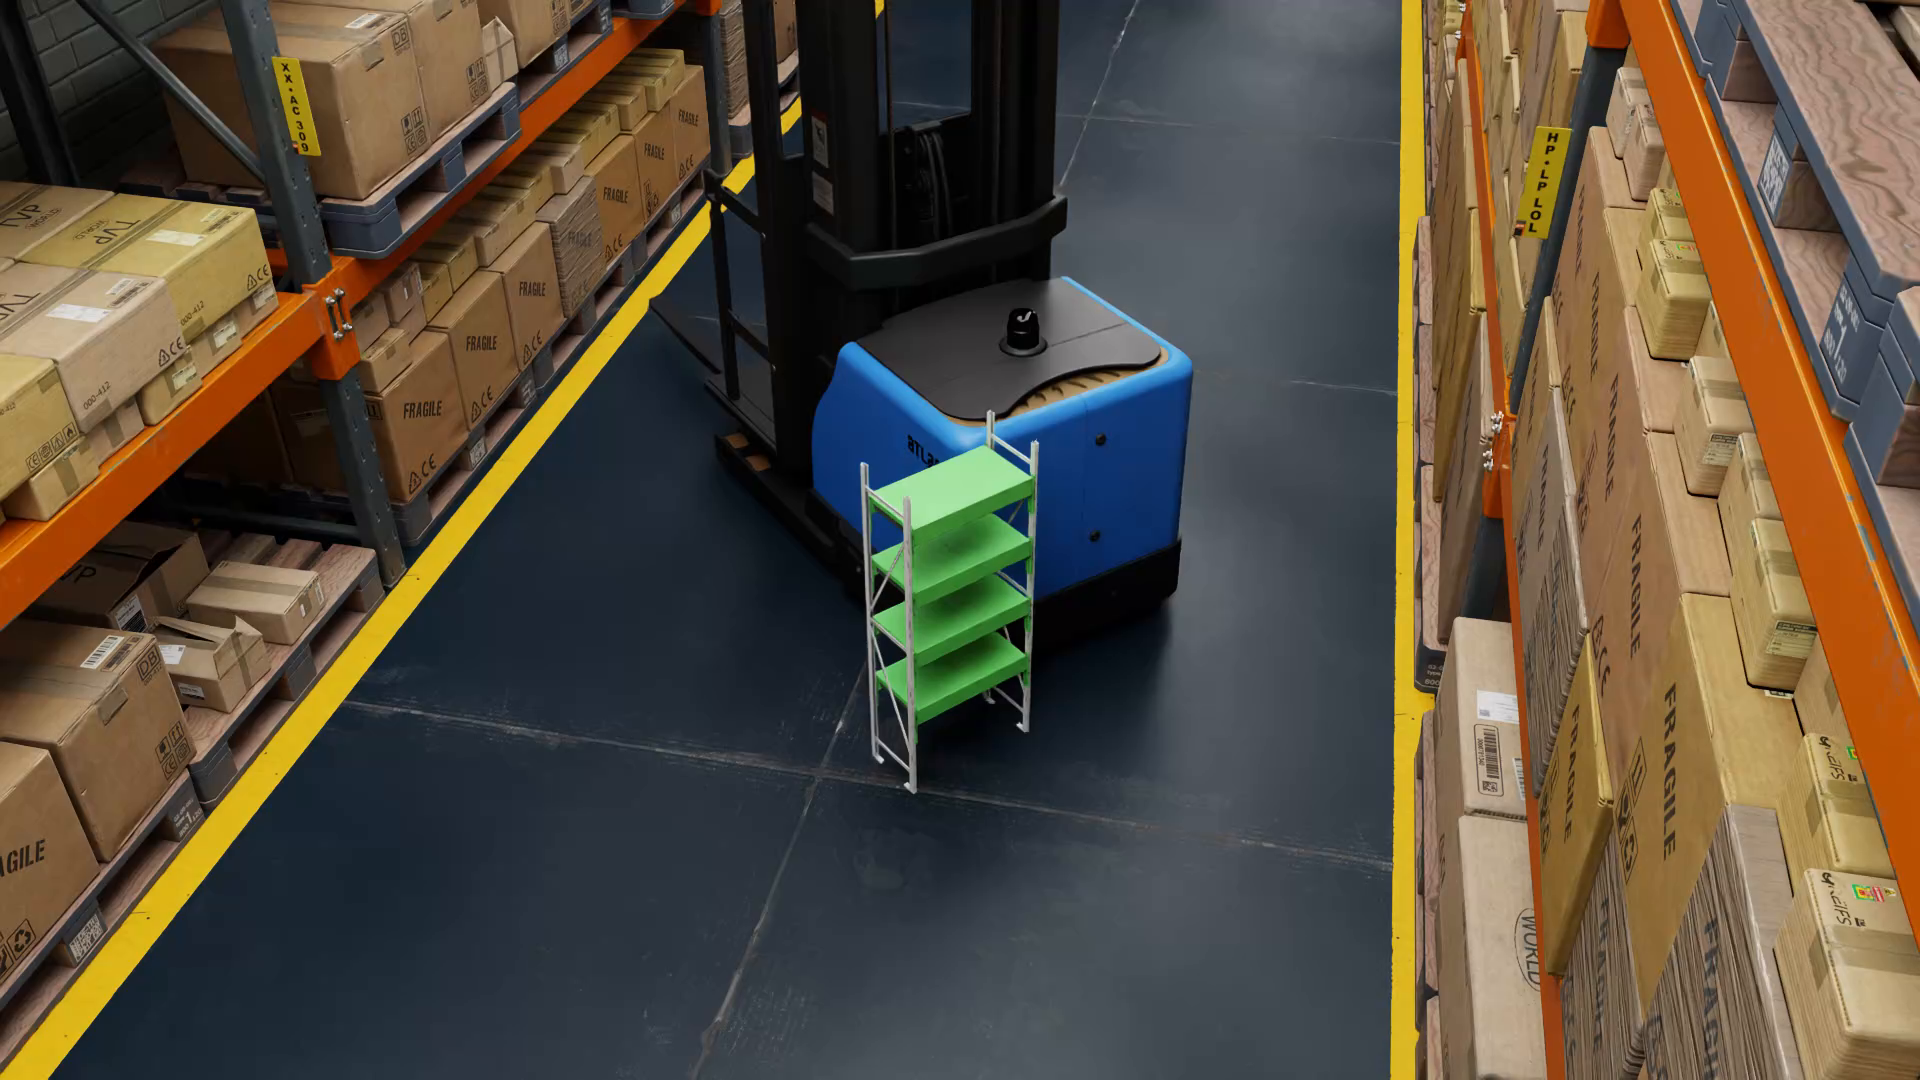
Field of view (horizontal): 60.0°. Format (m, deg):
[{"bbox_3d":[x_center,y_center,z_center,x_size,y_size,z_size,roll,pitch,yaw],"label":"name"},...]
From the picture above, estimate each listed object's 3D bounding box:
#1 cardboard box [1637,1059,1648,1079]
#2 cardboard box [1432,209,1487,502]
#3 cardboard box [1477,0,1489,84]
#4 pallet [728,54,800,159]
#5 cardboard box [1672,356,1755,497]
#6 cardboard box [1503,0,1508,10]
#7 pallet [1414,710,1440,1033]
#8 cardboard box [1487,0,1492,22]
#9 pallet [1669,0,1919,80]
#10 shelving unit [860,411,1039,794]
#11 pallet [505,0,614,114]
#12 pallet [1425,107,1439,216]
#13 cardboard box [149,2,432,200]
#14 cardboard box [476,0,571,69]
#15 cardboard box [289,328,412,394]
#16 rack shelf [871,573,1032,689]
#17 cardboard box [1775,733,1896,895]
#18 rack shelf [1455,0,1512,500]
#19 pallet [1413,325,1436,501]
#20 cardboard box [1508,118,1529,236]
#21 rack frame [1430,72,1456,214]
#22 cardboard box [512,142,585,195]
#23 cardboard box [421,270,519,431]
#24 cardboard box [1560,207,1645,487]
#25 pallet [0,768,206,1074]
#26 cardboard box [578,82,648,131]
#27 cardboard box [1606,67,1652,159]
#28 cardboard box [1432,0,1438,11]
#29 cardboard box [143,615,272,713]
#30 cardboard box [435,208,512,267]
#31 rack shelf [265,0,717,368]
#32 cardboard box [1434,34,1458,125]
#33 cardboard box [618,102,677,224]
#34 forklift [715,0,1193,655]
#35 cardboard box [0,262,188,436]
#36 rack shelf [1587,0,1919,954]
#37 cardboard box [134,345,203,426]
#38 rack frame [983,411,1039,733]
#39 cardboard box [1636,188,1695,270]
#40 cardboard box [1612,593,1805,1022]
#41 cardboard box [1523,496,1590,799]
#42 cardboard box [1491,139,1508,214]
[{"bbox_3d":[1.275,1.160,2.509,0.500,0.500,0.500,7,36,9],"label":"cardboard box"},{"bbox_3d":[2.403,-0.691,6.601,0.875,0.875,0.875,8,37,11],"label":"cardboard box"},{"bbox_3d":[2.575,-2.184,7.336,0.500,0.250,0.500,6,36,9],"label":"cardboard box"},{"bbox_3d":[-1.618,-2.749,10.363,1.003,0.211,1.213,7,37,10],"label":"pallet"},{"bbox_3d":[1.498,-0.186,2.961,0.380,0.149,0.250,7,37,10],"label":"cardboard box"},{"bbox_3d":[2.451,-2.404,6.573,0.500,0.500,0.500,8,37,11],"label":"cardboard box"},{"bbox_3d":[1.924,1.058,5.111,1.003,0.211,1.213,7,37,10],"label":"pallet"},{"bbox_3d":[2.557,-2.377,7.175,0.500,0.250,0.500,8,37,11],"label":"cardboard box"},{"bbox_3d":[1.978,-1.208,3.381,1.003,0.211,1.213,7,37,10],"label":"pallet"},{"bbox_3d":[-0.030,0.221,5.423,0.503,1.200,0.258,-24,43,-30],"label":"shelving unit"},{"bbox_3d":[-2.243,-2.217,7.417,1.003,0.211,1.213,7,37,10],"label":"pallet"},{"bbox_3d":[3.186,-2.109,9.480,1.003,0.211,1.213,7,37,10],"label":"pallet"},{"bbox_3d":[-2.365,-1.577,5.927,0.700,0.500,0.500,8,37,11],"label":"cardboard box"},{"bbox_3d":[-2.087,-2.324,6.958,0.700,0.500,0.500,7,37,10],"label":"cardboard box"},{"bbox_3d":[-2.350,-0.710,6.393,0.380,0.149,0.250,9,37,12],"label":"cardboard box"},{"bbox_3d":[-0.030,0.272,5.460,0.480,0.148,0.258,-24,43,-30],"label":"rack shelf"},{"bbox_3d":[1.287,0.411,2.137,0.380,0.149,0.250,8,37,11],"label":"cardboard box"},{"bbox_3d":[2.590,-1.353,6.673,1.077,0.370,4.000,7,37,10],"label":"rack shelf"},{"bbox_3d":[2.513,-0.522,7.290,1.003,0.211,1.213,7,37,10],"label":"pallet"},{"bbox_3d":[2.119,-1.210,5.565,0.500,0.250,0.500,8,37,11],"label":"cardboard box"},{"bbox_3d":[3.017,-2.791,8.044,1.000,3.000,0.127,7,37,10],"label":"rack frame"},{"bbox_3d":[-2.001,-1.760,7.841,0.380,0.149,0.250,6,36,8],"label":"cardboard box"},{"bbox_3d":[-2.260,-0.831,7.113,0.500,0.500,0.500,7,36,9],"label":"cardboard box"},{"bbox_3d":[1.711,-0.411,3.824,0.500,0.500,0.500,7,36,9],"label":"cardboard box"},{"bbox_3d":[-3.093,1.107,5.043,1.003,0.211,1.213,7,37,10],"label":"pallet"},{"bbox_3d":[-1.818,-2.211,8.463,0.380,0.149,0.250,6,36,8],"label":"cardboard box"},{"bbox_3d":[1.842,-1.057,4.162,0.380,0.149,0.250,7,36,9],"label":"cardboard box"},{"bbox_3d":[3.762,-3.889,11.441,0.950,0.372,0.625,8,37,11],"label":"cardboard box"},{"bbox_3d":[-2.595,0.380,5.641,0.396,0.266,0.258,9,37,12],"label":"cardboard box"},{"bbox_3d":[-2.188,-1.325,7.241,0.380,0.149,0.250,7,37,10],"label":"cardboard box"},{"bbox_3d":[-2.260,-1.973,7.529,1.077,0.370,4.000,7,37,10],"label":"rack shelf"},{"bbox_3d":[3.298,-2.643,9.722,0.950,0.372,0.625,7,36,9],"label":"cardboard box"},{"bbox_3d":[-1.830,-2.014,8.744,0.500,0.500,0.500,7,36,9],"label":"cardboard box"},{"bbox_3d":[-0.389,-1.520,6.350,1.130,2.935,3.031,-21,41,-26],"label":"forklift"},{"bbox_3d":[-2.650,-0.566,4.849,0.500,0.250,0.500,7,37,10],"label":"cardboard box"},{"bbox_3d":[1.736,-0.274,2.629,1.077,0.370,4.000,7,37,10],"label":"rack shelf"},{"bbox_3d":[-2.574,-0.497,5.094,0.380,0.149,0.250,8,37,11],"label":"cardboard box"},{"bbox_3d":[0.164,0.133,5.543,0.015,1.200,0.240,-24,43,-30],"label":"rack frame"},{"bbox_3d":[1.677,-0.621,3.561,0.380,0.149,0.250,7,37,10],"label":"cardboard box"},{"bbox_3d":[1.371,0.458,2.625,0.500,0.500,0.500,7,37,10],"label":"cardboard box"},{"bbox_3d":[1.583,0.271,3.735,0.500,0.500,0.500,8,37,10],"label":"cardboard box"},{"bbox_3d":[2.249,-1.304,6.121,0.500,0.250,0.500,6,36,9],"label":"cardboard box"}]
